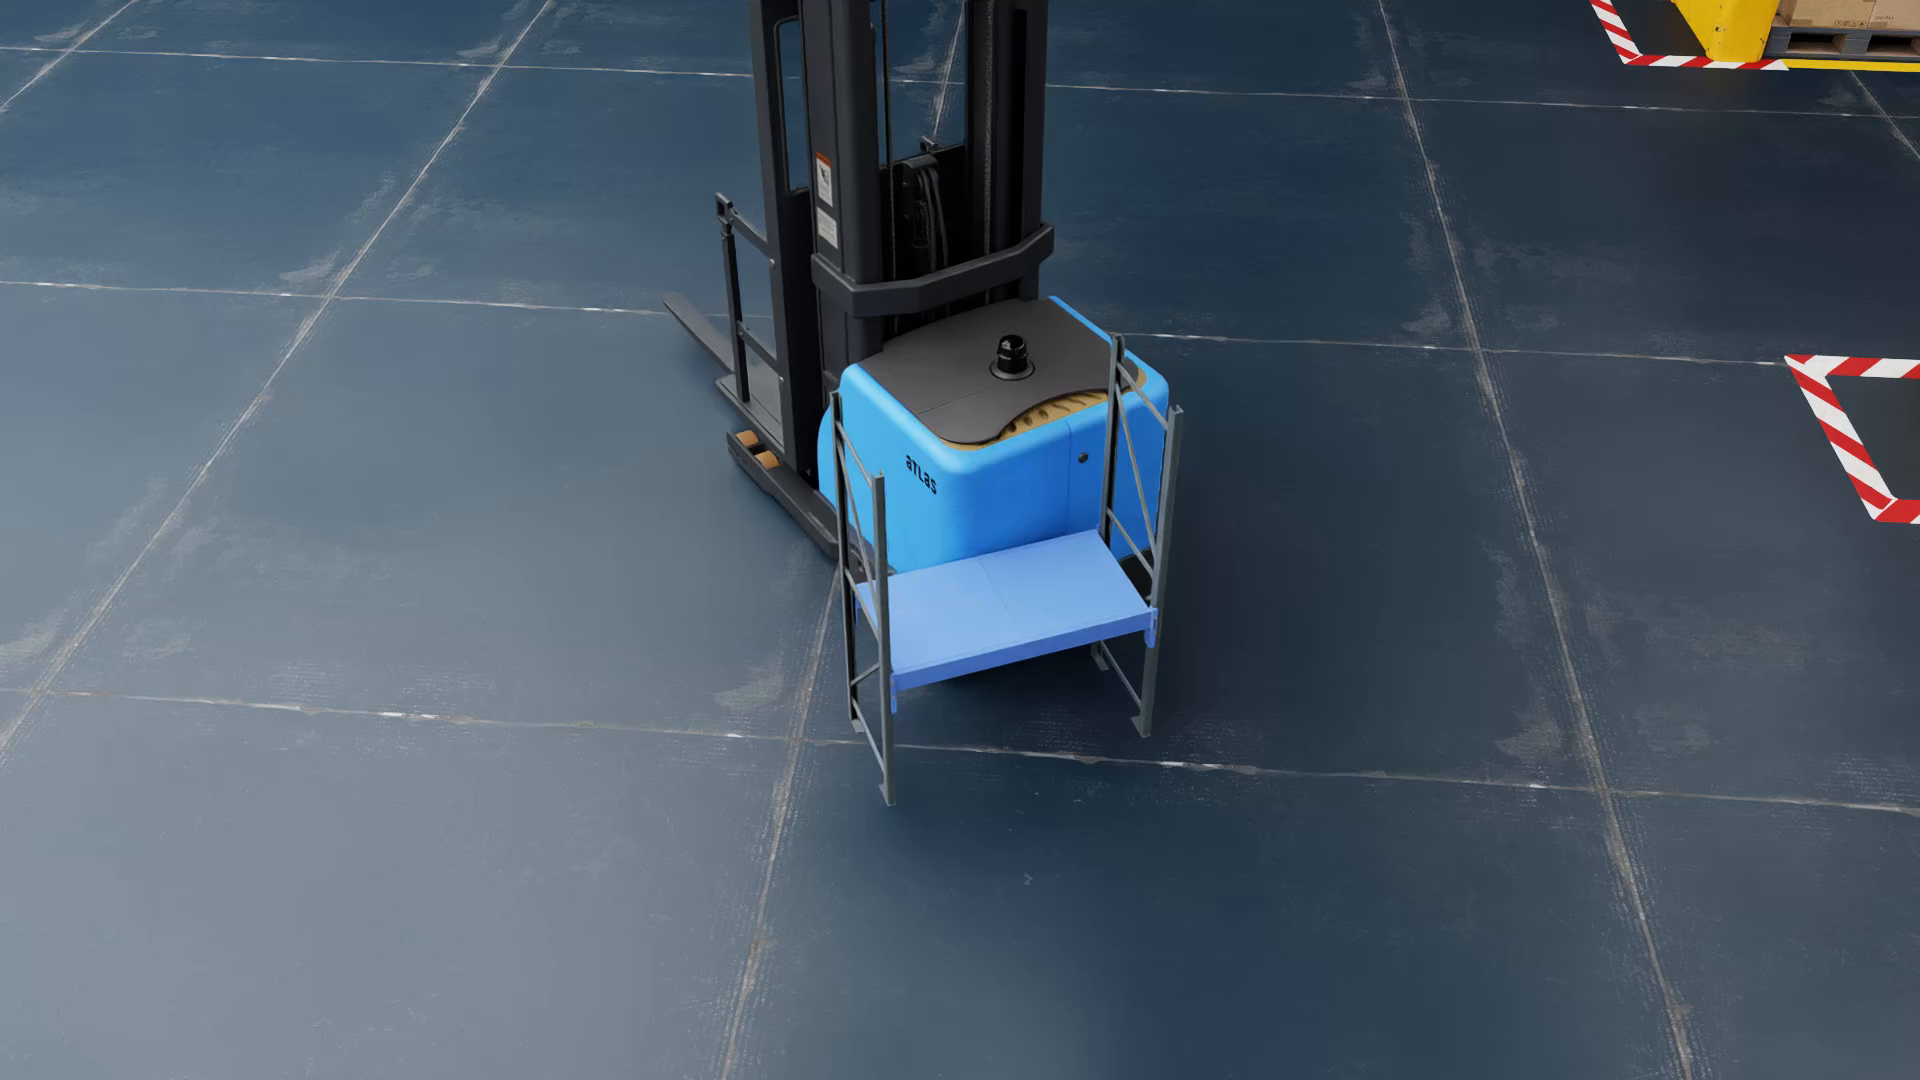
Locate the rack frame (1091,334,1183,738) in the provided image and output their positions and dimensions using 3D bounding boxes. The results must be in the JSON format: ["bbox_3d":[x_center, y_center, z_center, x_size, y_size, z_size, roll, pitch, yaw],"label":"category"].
[{"bbox_3d":[0.625,0.022,6.035,0.032,1.500,0.500,-13,41,-15],"label":"rack frame"}]

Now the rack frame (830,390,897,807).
[{"bbox_3d":[-0.331,0.240,5.767,0.032,1.500,0.500,-13,41,-15],"label":"rack frame"}]

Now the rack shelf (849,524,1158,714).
[{"bbox_3d":[0.147,0.271,6.014,1.000,0.185,0.538,-13,41,-15],"label":"rack shelf"}]

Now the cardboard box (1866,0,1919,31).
[{"bbox_3d":[6.322,-3.651,11.205,0.500,0.250,0.500,3,39,4],"label":"cardboard box"}]

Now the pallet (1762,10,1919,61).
[{"bbox_3d":[6.074,-3.652,11.569,1.213,0.211,1.003,3,39,4],"label":"pallet"}]

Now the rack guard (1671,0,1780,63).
[{"bbox_3d":[5.285,-3.781,11.499,0.348,0.500,1.175,3,39,4],"label":"rack guard"}]

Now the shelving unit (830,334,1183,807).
[{"bbox_3d":[0.147,0.131,5.901,1.048,1.500,0.538,-13,41,-15],"label":"shelving unit"}]

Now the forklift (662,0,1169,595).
[{"bbox_3d":[-0.410,-1.519,6.794,1.130,2.935,3.031,-22,44,-25],"label":"forklift"}]

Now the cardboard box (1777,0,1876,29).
[{"bbox_3d":[5.824,-3.676,11.236,0.500,0.250,0.500,3,39,4],"label":"cardboard box"}]
